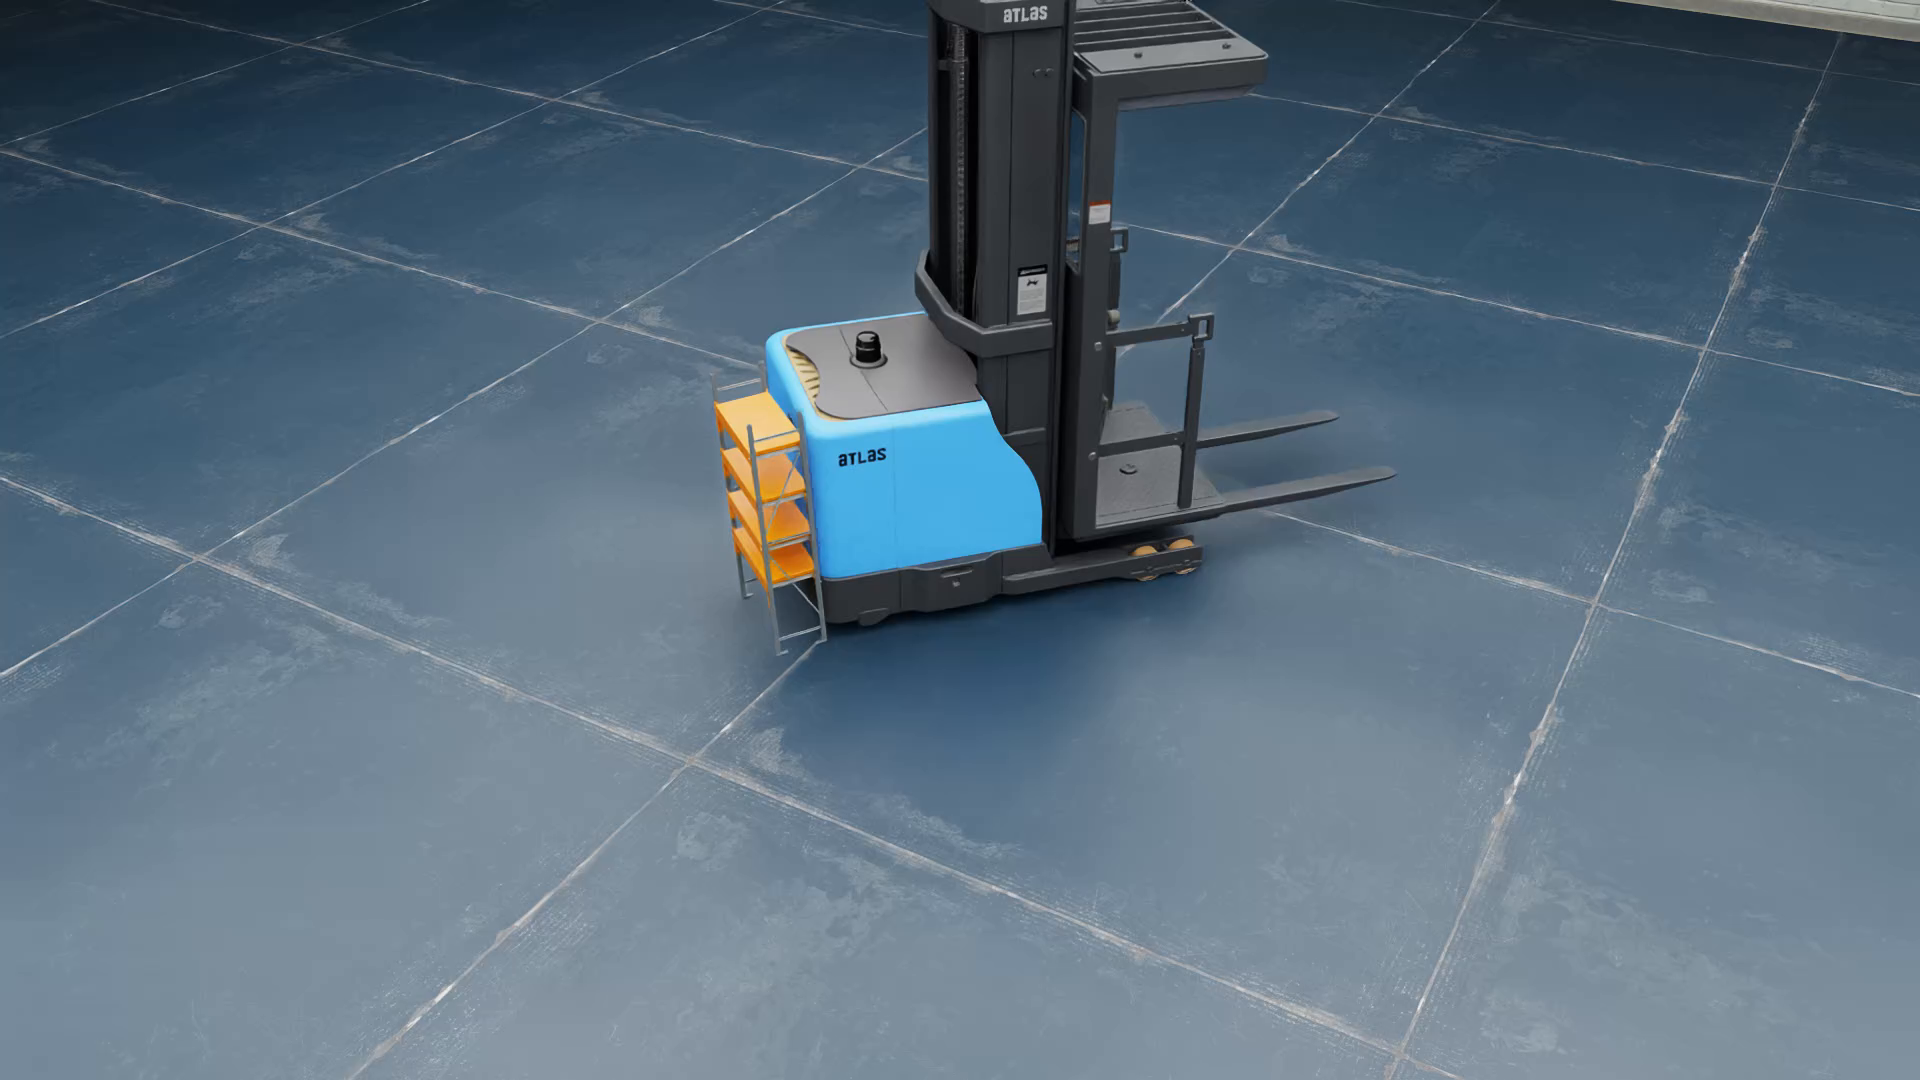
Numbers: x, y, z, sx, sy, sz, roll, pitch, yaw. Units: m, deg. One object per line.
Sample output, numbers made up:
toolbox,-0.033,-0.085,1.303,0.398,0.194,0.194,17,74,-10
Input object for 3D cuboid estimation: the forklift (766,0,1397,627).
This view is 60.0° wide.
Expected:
forklift,0.655,-1.293,7.548,3.031,2.935,1.130,-10,35,-14

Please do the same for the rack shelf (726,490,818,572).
rack shelf,-0.837,-0.074,7.389,0.258,0.148,0.480,-16,37,-19

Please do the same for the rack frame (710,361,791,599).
rack frame,-0.942,-0.252,7.536,0.240,1.200,0.015,-16,37,-19

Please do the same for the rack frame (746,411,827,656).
rack frame,-0.738,-0.006,7.166,0.240,1.200,0.015,-16,37,-19

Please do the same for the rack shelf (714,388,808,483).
rack shelf,-0.855,-0.452,7.128,0.258,0.148,0.480,-16,37,-19

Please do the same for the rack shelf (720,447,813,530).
rack shelf,-0.846,-0.258,7.262,0.258,0.148,0.480,-16,37,-19

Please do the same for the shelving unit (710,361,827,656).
shelving unit,-0.840,-0.129,7.351,0.258,1.200,0.503,-16,37,-19

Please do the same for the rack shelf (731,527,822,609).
rack shelf,-0.829,0.089,7.502,0.258,0.148,0.480,-16,37,-19
